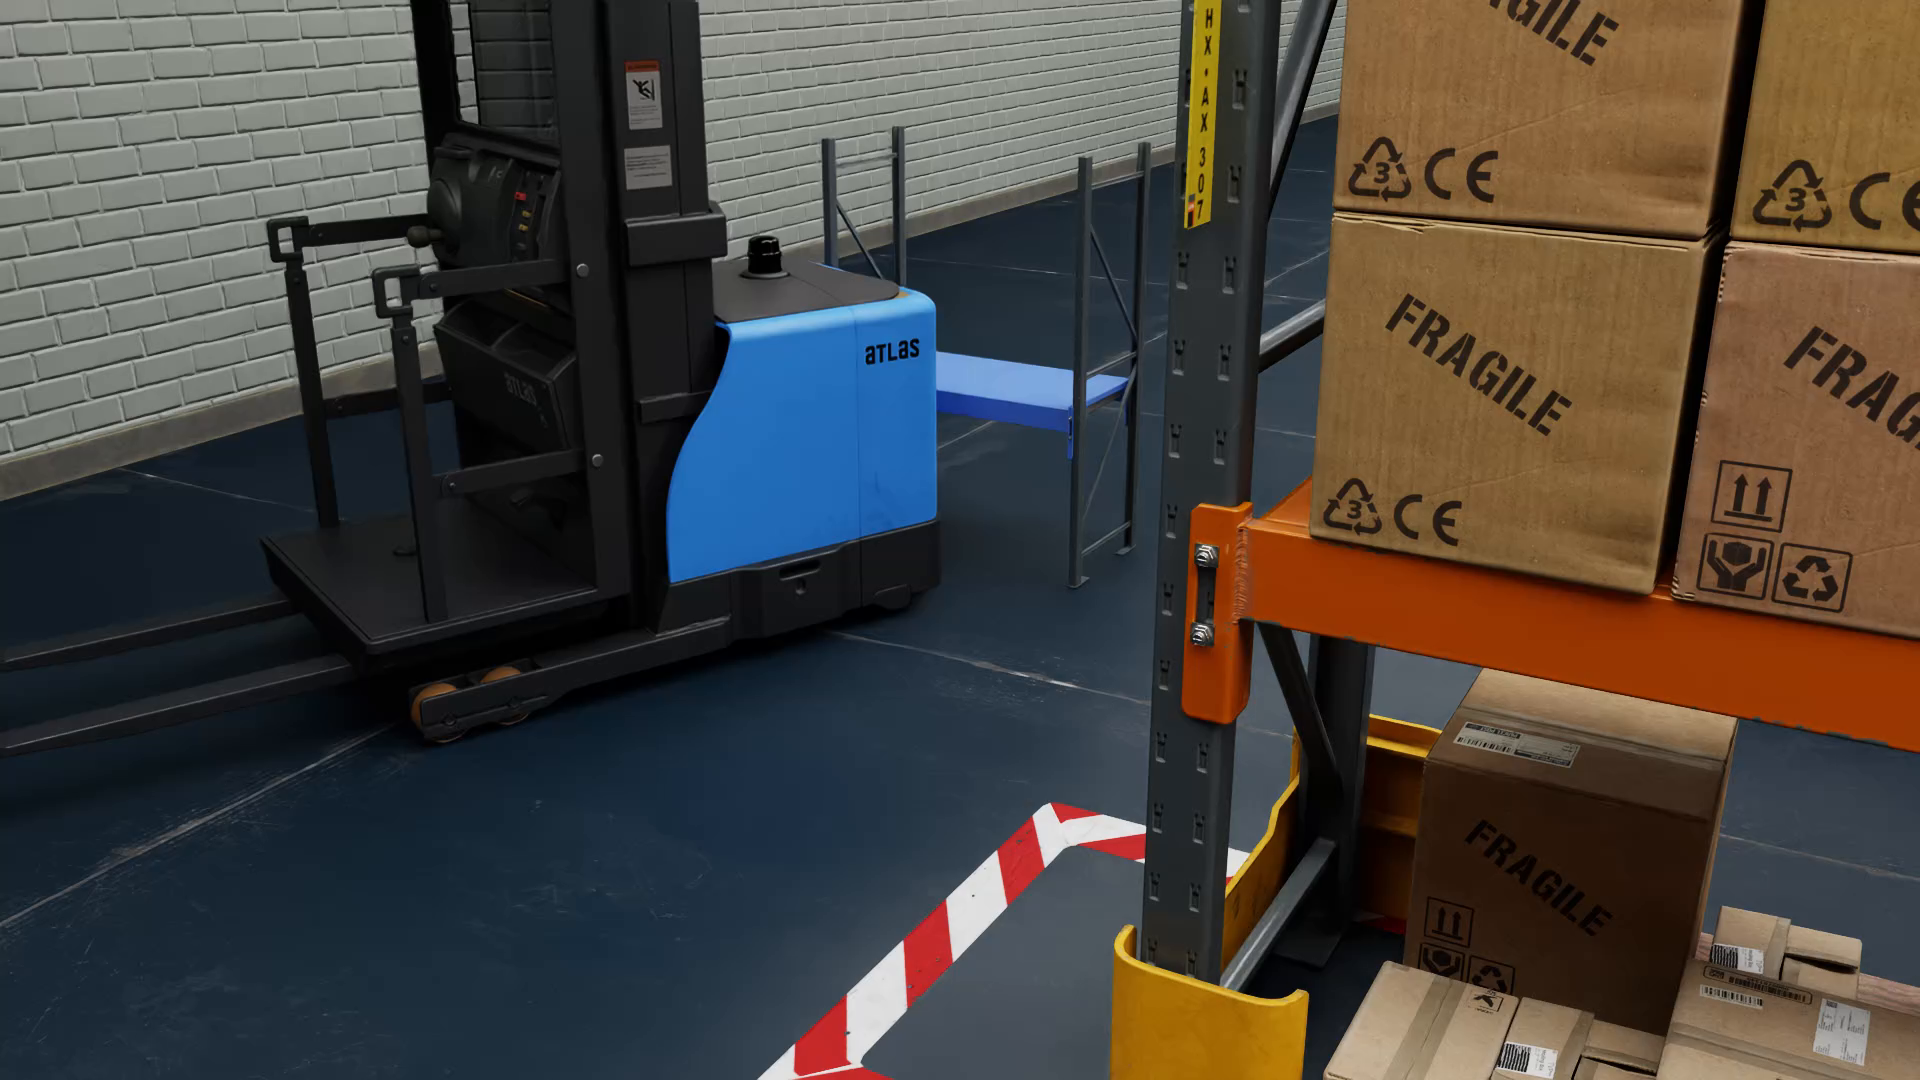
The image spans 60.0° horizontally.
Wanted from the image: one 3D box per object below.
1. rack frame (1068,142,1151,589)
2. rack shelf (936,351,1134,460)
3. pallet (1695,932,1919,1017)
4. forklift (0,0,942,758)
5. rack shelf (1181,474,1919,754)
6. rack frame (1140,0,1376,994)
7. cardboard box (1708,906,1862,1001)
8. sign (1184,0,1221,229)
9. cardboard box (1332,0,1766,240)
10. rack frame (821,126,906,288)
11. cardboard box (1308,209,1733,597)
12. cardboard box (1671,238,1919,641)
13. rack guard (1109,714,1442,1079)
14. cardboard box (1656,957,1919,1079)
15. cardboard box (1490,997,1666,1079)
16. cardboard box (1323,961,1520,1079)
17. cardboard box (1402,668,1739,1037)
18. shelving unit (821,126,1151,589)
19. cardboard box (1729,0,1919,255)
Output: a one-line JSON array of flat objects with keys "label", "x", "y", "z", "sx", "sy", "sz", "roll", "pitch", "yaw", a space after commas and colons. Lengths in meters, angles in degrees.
[{"label": "rack frame", "x": 0.524, "y": -0.606, "z": 5.837, "sx": 0.032, "sy": 1.500, "sz": 0.500, "roll": 11, "pitch": 23, "yaw": 29}, {"label": "rack shelf", "x": 0.087, "y": -0.526, "z": 6.143, "sx": 1.000, "sy": 0.185, "sz": 0.538, "roll": 11, "pitch": 23, "yaw": 29}, {"label": "pallet", "x": 1.380, "y": 1.082, "z": 3.073, "sx": 1.213, "sy": 0.211, "sz": 1.003, "roll": 11, "pitch": 23, "yaw": 27}, {"label": "forklift", "x": -1.552, "y": -1.001, "z": 4.826, "sx": 3.031, "sy": 2.935, "sz": 1.130, "roll": -14, "pitch": 24, "yaw": -34}, {"label": "rack shelf", "x": 2.363, "y": 0.297, "z": 2.203, "sx": 4.000, "sy": 0.370, "sz": 1.077, "roll": 11, "pitch": 23, "yaw": 27}, {"label": "rack frame", "x": 0.617, "y": -0.374, "z": 2.997, "sx": 0.127, "sy": 3.000, "sz": 1.000, "roll": 11, "pitch": 23, "yaw": 27}, {"label": "cardboard box", "x": 1.521, "y": 0.862, "z": 3.099, "sx": 0.250, "sy": 0.166, "sz": 0.380, "roll": 11, "pitch": 23, "yaw": 27}, {"label": "sign", "x": 0.352, "y": -0.619, "z": 2.404, "sx": 0.005, "sy": 0.325, "sz": 0.100, "roll": 11, "pitch": 23, "yaw": 27}, {"label": "cardboard box", "x": 0.876, "y": -0.739, "z": 2.390, "sx": 0.500, "sy": 0.500, "sz": 0.500, "roll": 12, "pitch": 23, "yaw": 29}, {"label": "rack frame", "x": -0.349, "y": -0.784, "z": 6.326, "sx": 0.032, "sy": 1.500, "sz": 0.500, "roll": 11, "pitch": 23, "yaw": 29}, {"label": "cardboard box", "x": 0.876, "y": -0.269, "z": 2.560, "sx": 0.500, "sy": 0.500, "sz": 0.500, "roll": 11, "pitch": 23, "yaw": 28}, {"label": "cardboard box", "x": 1.329, "y": -0.184, "z": 2.328, "sx": 0.500, "sy": 0.500, "sz": 0.500, "roll": 11, "pitch": 22, "yaw": 27}, {"label": "rack guard", "x": 0.683, "y": 0.814, "z": 3.388, "sx": 0.348, "sy": 0.500, "sz": 1.175, "roll": 11, "pitch": 23, "yaw": 27}, {"label": "cardboard box", "x": 1.390, "y": 0.970, "z": 2.680, "sx": 0.500, "sy": 0.250, "sz": 0.500, "roll": 11, "pitch": 23, "yaw": 27}, {"label": "cardboard box", "x": 1.033, "y": 0.965, "z": 2.817, "sx": 0.250, "sy": 0.166, "sz": 0.380, "roll": 11, "pitch": 23, "yaw": 27}, {"label": "cardboard box", "x": 0.815, "y": 0.931, "z": 2.934, "sx": 0.250, "sy": 0.149, "sz": 0.380, "roll": 11, "pitch": 23, "yaw": 27}, {"label": "cardboard box", "x": 1.212, "y": 0.611, "z": 3.301, "sx": 0.500, "sy": 0.500, "sz": 0.500, "roll": 11, "pitch": 23, "yaw": 27}, {"label": "shelving unit", "x": 0.087, "y": -0.695, "z": 6.081, "sx": 1.048, "sy": 1.500, "sz": 0.538, "roll": 11, "pitch": 23, "yaw": 29}, {"label": "cardboard box", "x": 1.336, "y": -0.654, "z": 2.156, "sx": 0.500, "sy": 0.500, "sz": 0.500, "roll": 11, "pitch": 23, "yaw": 28}]
